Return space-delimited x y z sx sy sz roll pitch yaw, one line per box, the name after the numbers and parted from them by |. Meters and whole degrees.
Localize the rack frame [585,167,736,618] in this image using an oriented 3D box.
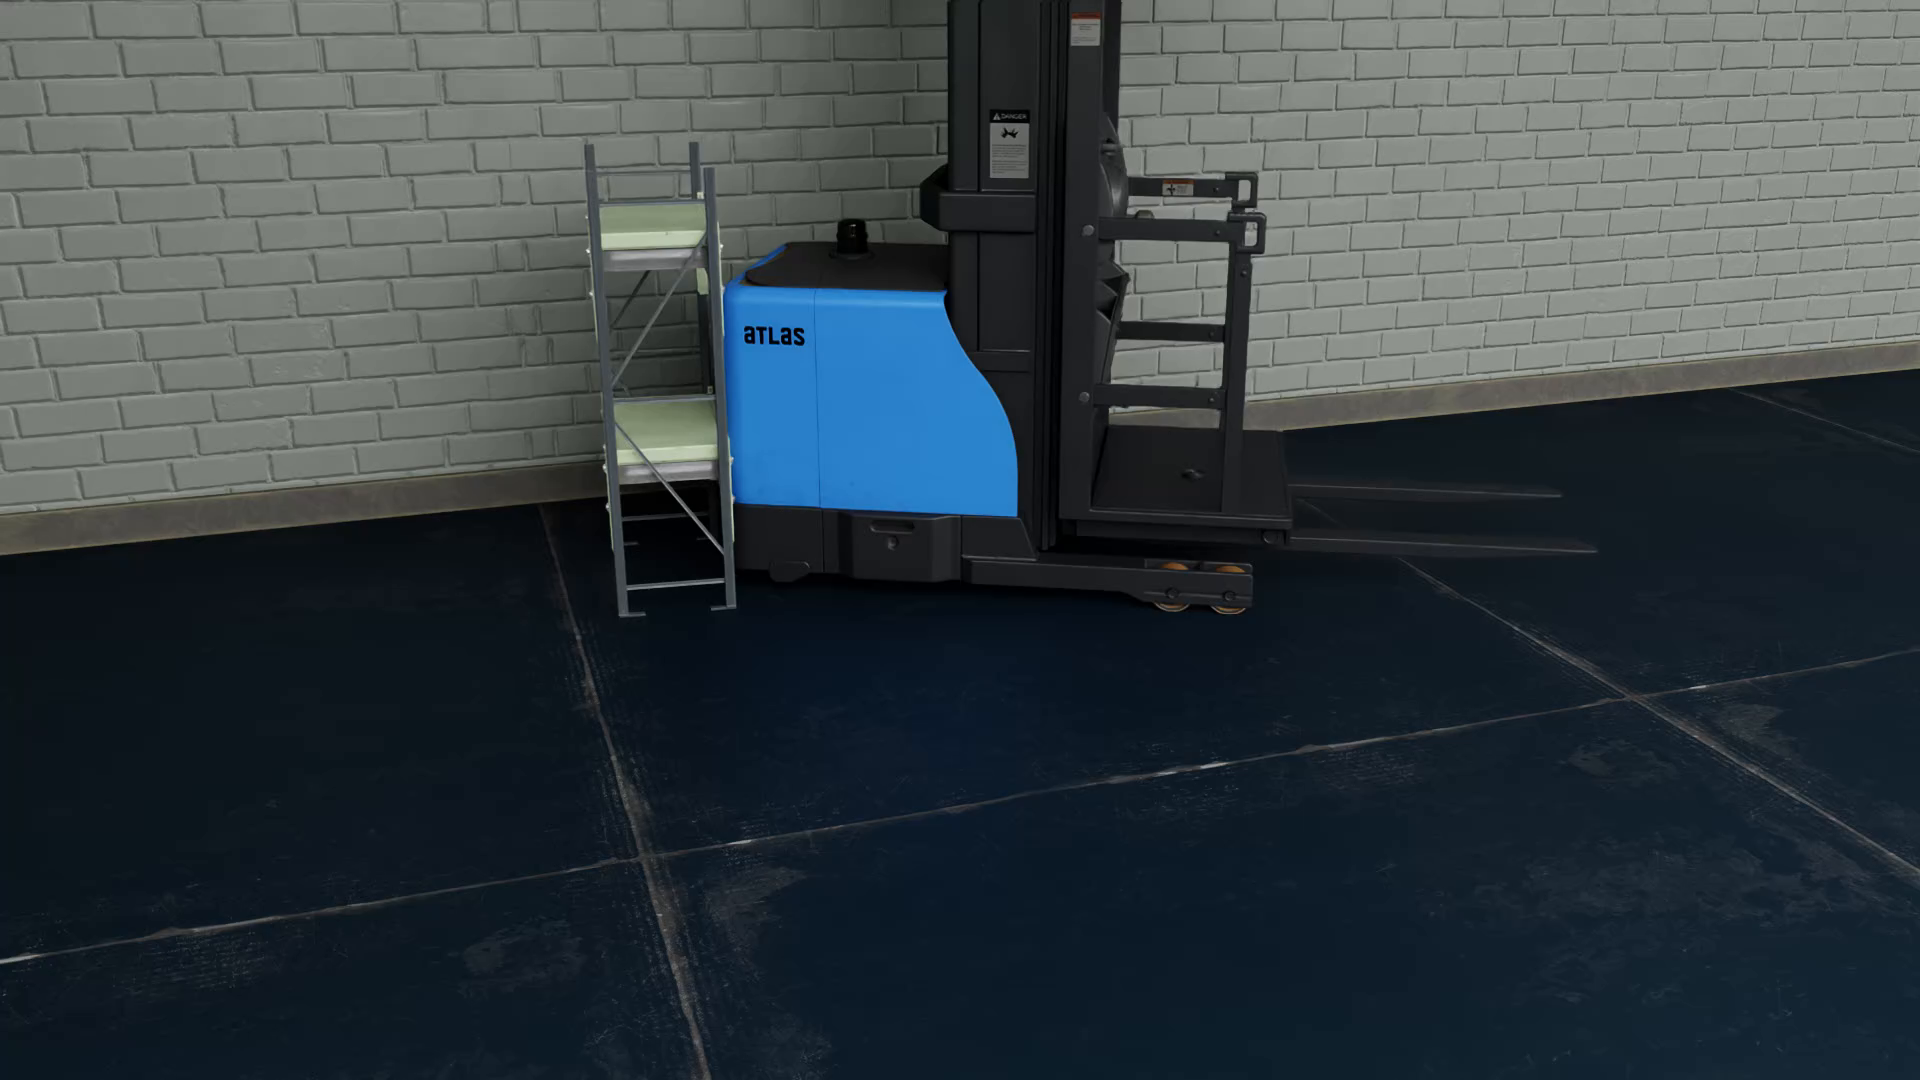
-0.972 -0.458 5.472 0.400 1.500 0.023 -4 20 -12 | rack frame

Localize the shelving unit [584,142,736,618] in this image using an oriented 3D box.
-1.050 -0.579 5.809 0.431 1.500 0.755 -4 20 -12 | shelving unit

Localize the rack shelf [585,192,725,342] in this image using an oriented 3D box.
-1.050 -0.946 5.677 0.431 0.370 0.720 -4 20 -12 | rack shelf

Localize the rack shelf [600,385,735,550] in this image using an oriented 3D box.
-1.050 -0.272 5.919 0.431 0.370 0.720 -4 20 -12 | rack shelf

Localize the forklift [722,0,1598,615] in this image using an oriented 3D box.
0.717 -1.314 5.739 3.031 2.935 1.130 3 20 8 | forklift

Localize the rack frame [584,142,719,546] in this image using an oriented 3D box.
-1.128 -0.700 6.145 0.400 1.500 0.023 -4 20 -12 | rack frame
